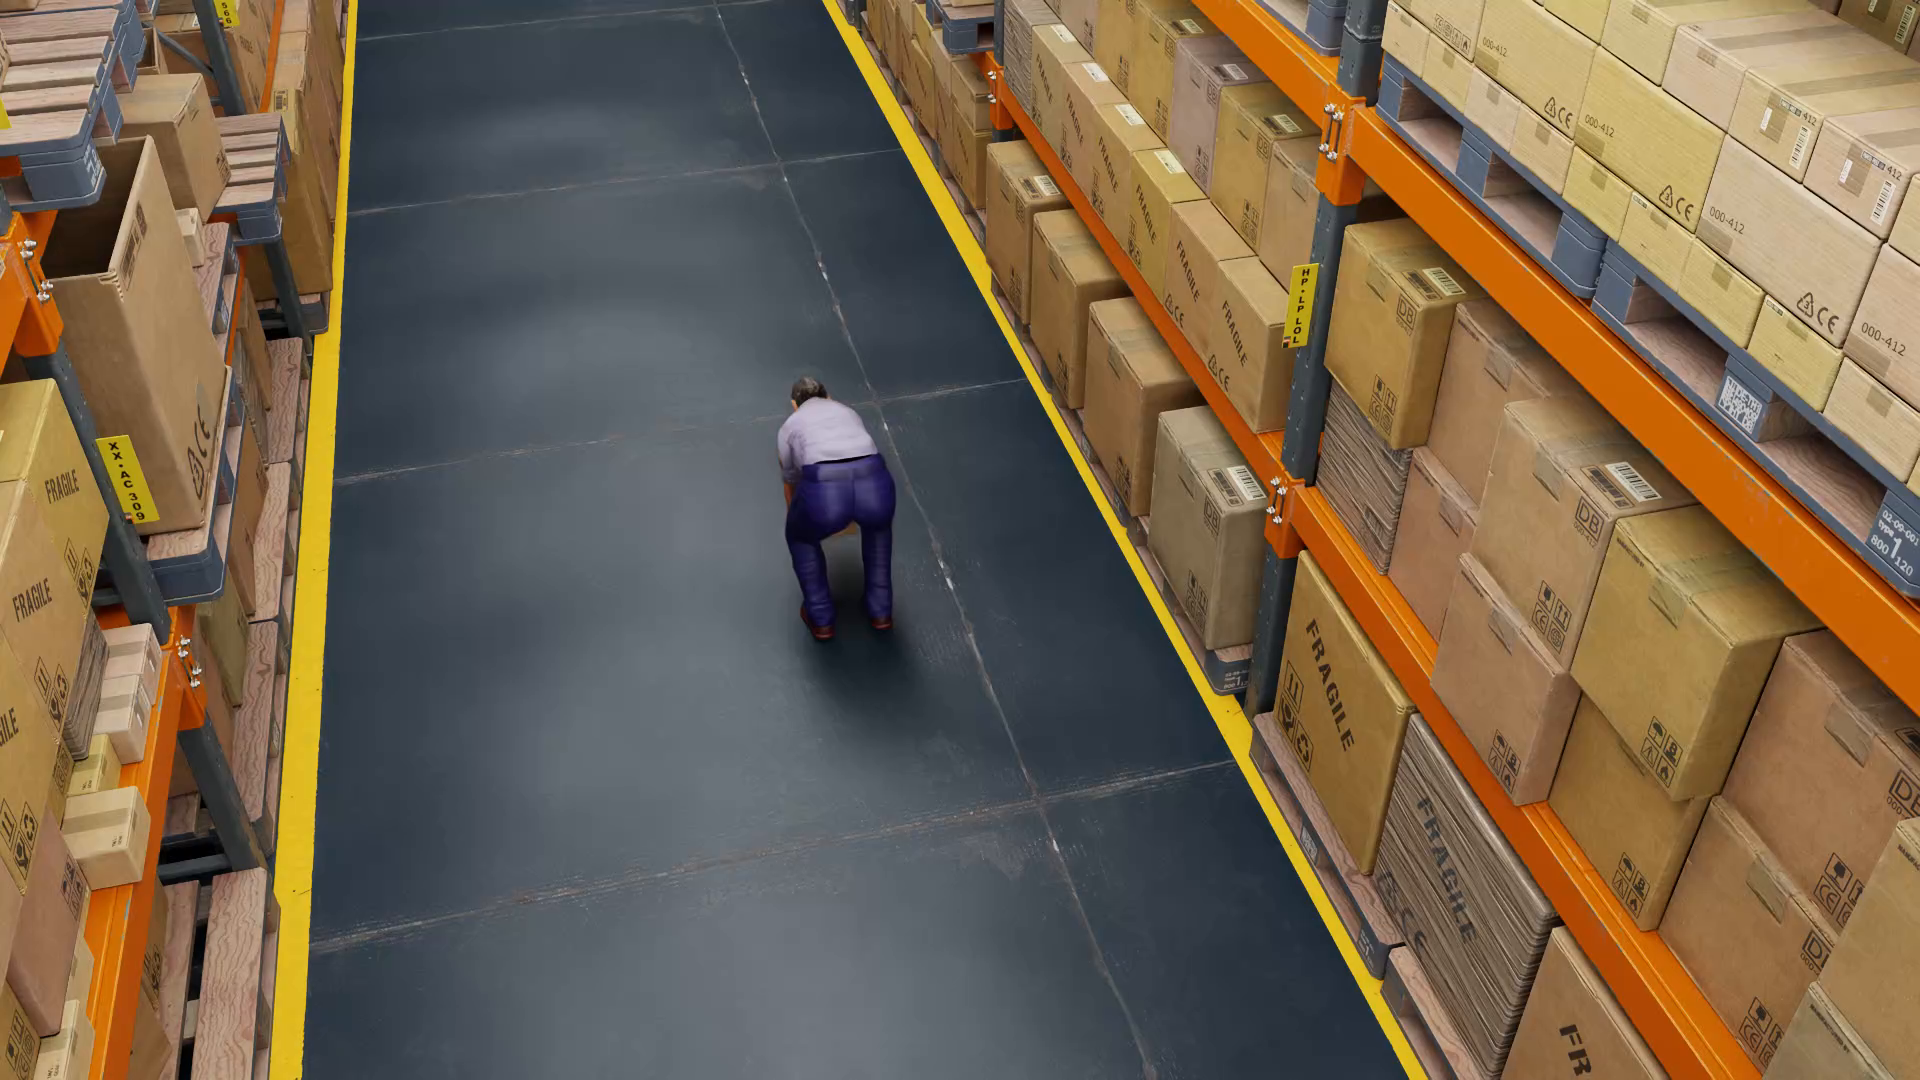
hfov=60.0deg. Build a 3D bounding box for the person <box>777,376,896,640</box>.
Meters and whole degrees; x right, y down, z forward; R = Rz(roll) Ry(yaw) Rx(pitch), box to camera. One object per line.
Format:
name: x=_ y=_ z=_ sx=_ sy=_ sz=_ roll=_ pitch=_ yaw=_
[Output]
person: x=-0.568 y=-0.148 z=7.445 sx=0.486 sy=0.989 sz=0.911 roll=-11 pitch=40 yaw=-14
